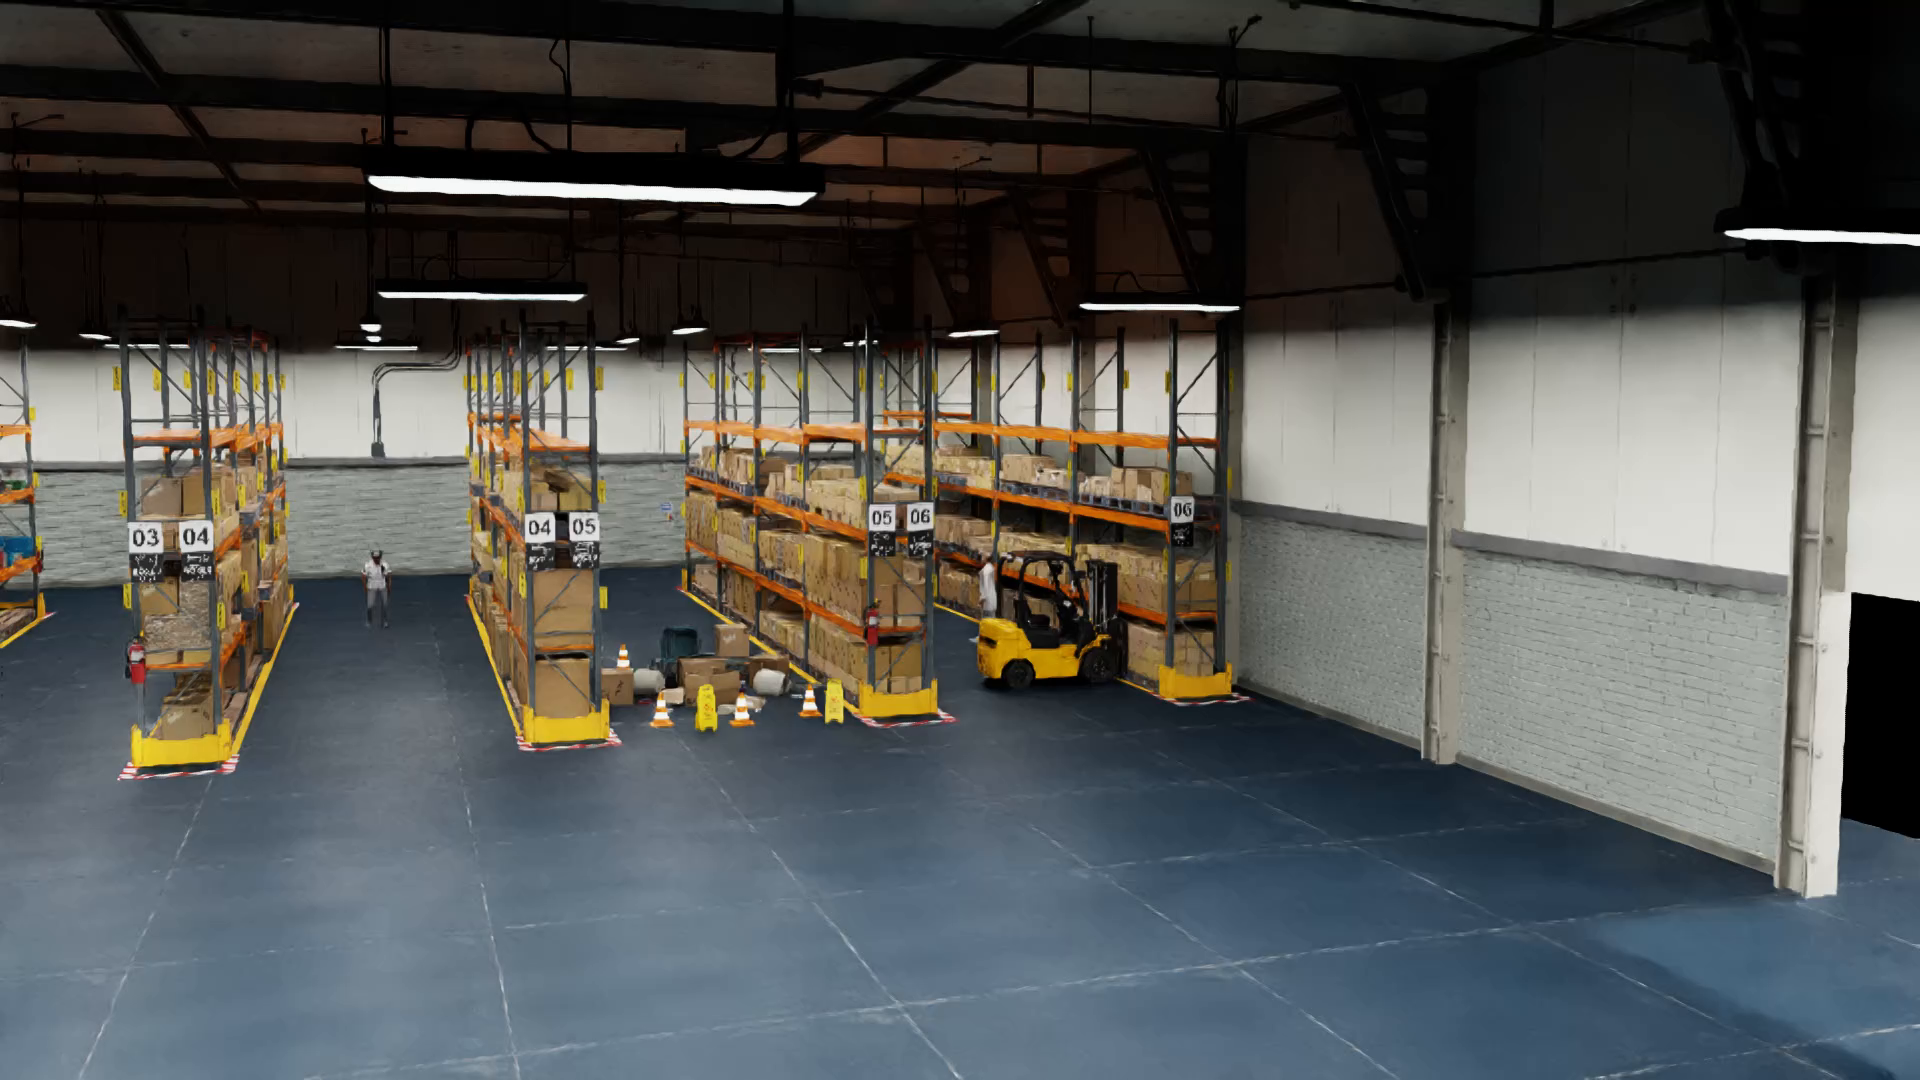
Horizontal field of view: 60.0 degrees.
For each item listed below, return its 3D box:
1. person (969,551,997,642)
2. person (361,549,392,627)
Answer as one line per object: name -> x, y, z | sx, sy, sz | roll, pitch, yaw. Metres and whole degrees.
person -> 0.482, 1.099, 31.664 | 0.641, 1.772, 0.693 | 1, 5, 5
person -> -11.915, 0.977, 33.989 | 0.592, 1.629, 0.532 | -2, 6, -21
